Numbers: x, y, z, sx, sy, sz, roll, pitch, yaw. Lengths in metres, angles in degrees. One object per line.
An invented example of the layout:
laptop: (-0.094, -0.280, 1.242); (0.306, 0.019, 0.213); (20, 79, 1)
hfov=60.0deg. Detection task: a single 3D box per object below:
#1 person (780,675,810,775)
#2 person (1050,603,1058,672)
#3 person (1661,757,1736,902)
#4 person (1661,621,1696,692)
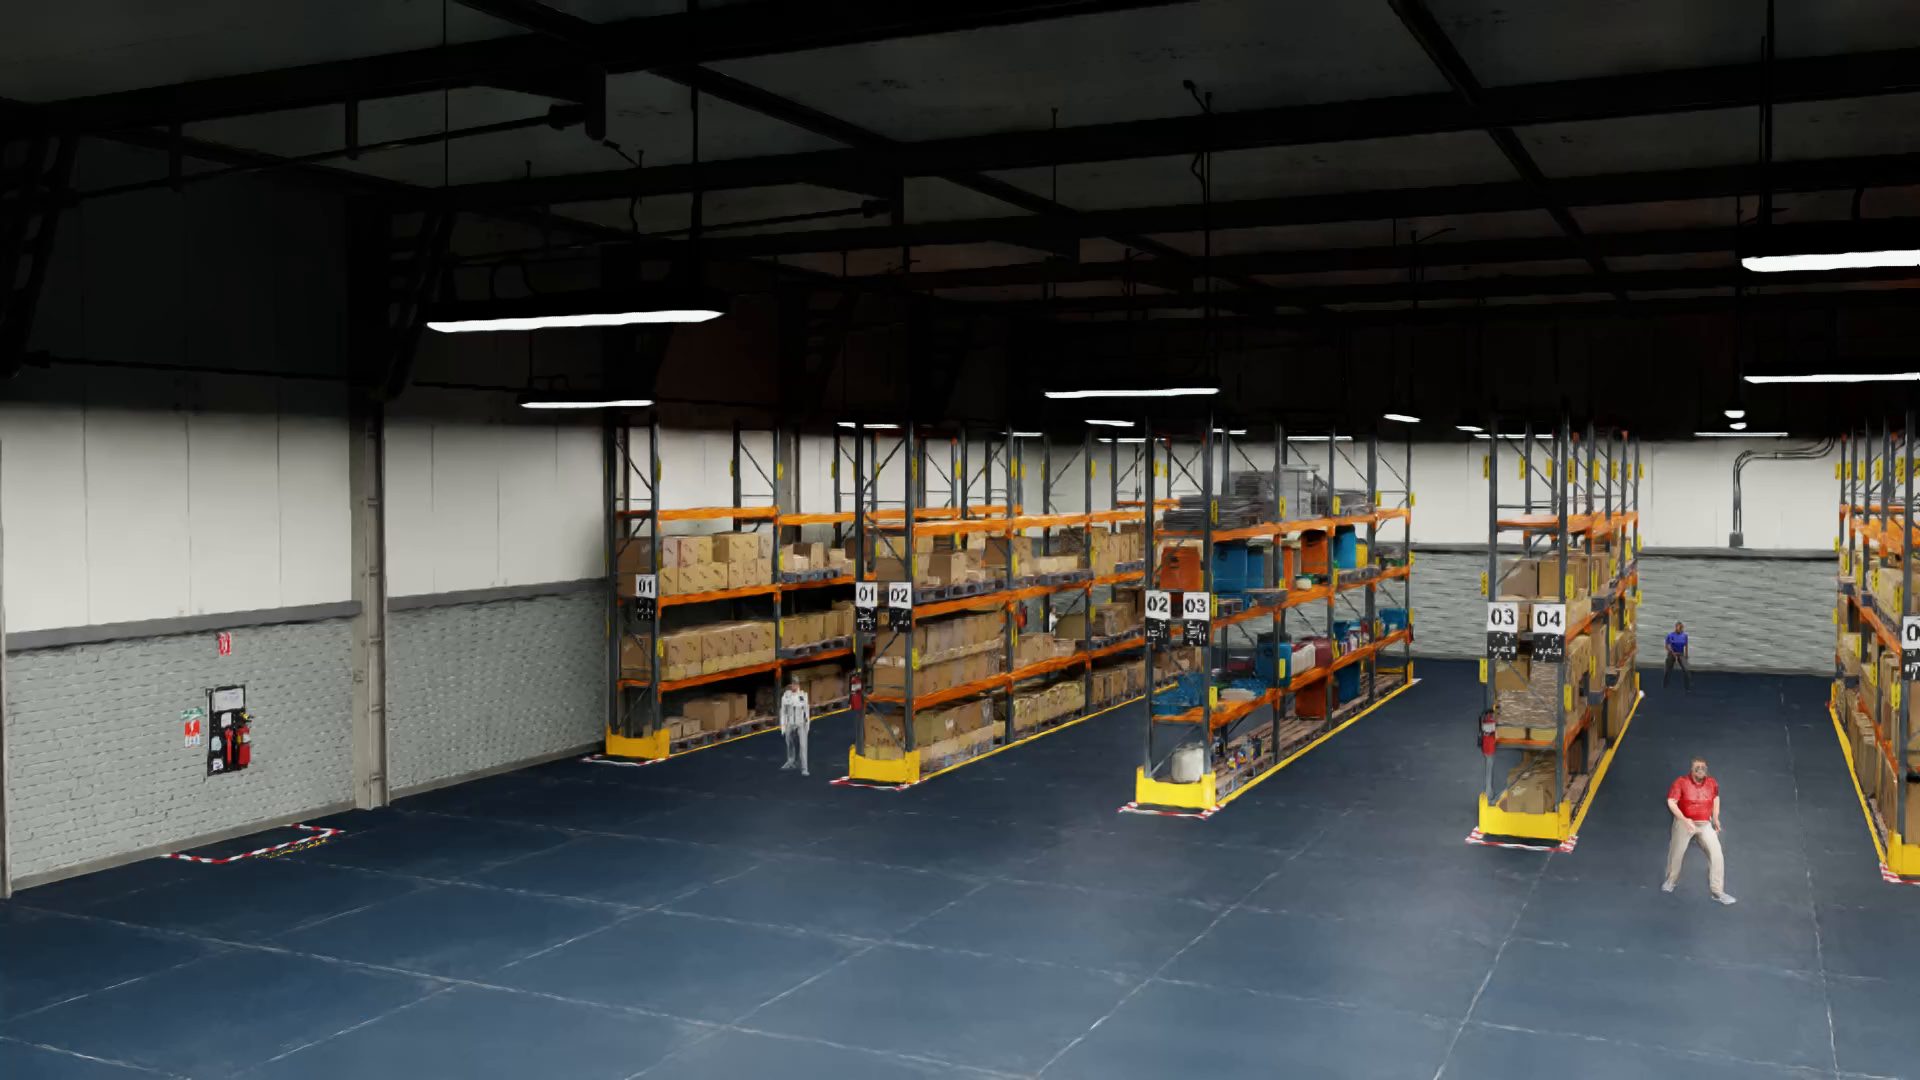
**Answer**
person: (-2.710, 3.022, 27.348); (0.542, 1.636, 0.899); (0, 2, 1)
person: (2.293, 2.407, 41.347); (0.360, 1.688, 0.607); (1, 3, 19)
person: (8.600, 3.343, 19.445); (0.696, 1.664, 0.827); (0, 2, 8)
person: (16.253, 2.667, 37.666); (0.621, 1.484, 0.828); (0, 2, 8)
